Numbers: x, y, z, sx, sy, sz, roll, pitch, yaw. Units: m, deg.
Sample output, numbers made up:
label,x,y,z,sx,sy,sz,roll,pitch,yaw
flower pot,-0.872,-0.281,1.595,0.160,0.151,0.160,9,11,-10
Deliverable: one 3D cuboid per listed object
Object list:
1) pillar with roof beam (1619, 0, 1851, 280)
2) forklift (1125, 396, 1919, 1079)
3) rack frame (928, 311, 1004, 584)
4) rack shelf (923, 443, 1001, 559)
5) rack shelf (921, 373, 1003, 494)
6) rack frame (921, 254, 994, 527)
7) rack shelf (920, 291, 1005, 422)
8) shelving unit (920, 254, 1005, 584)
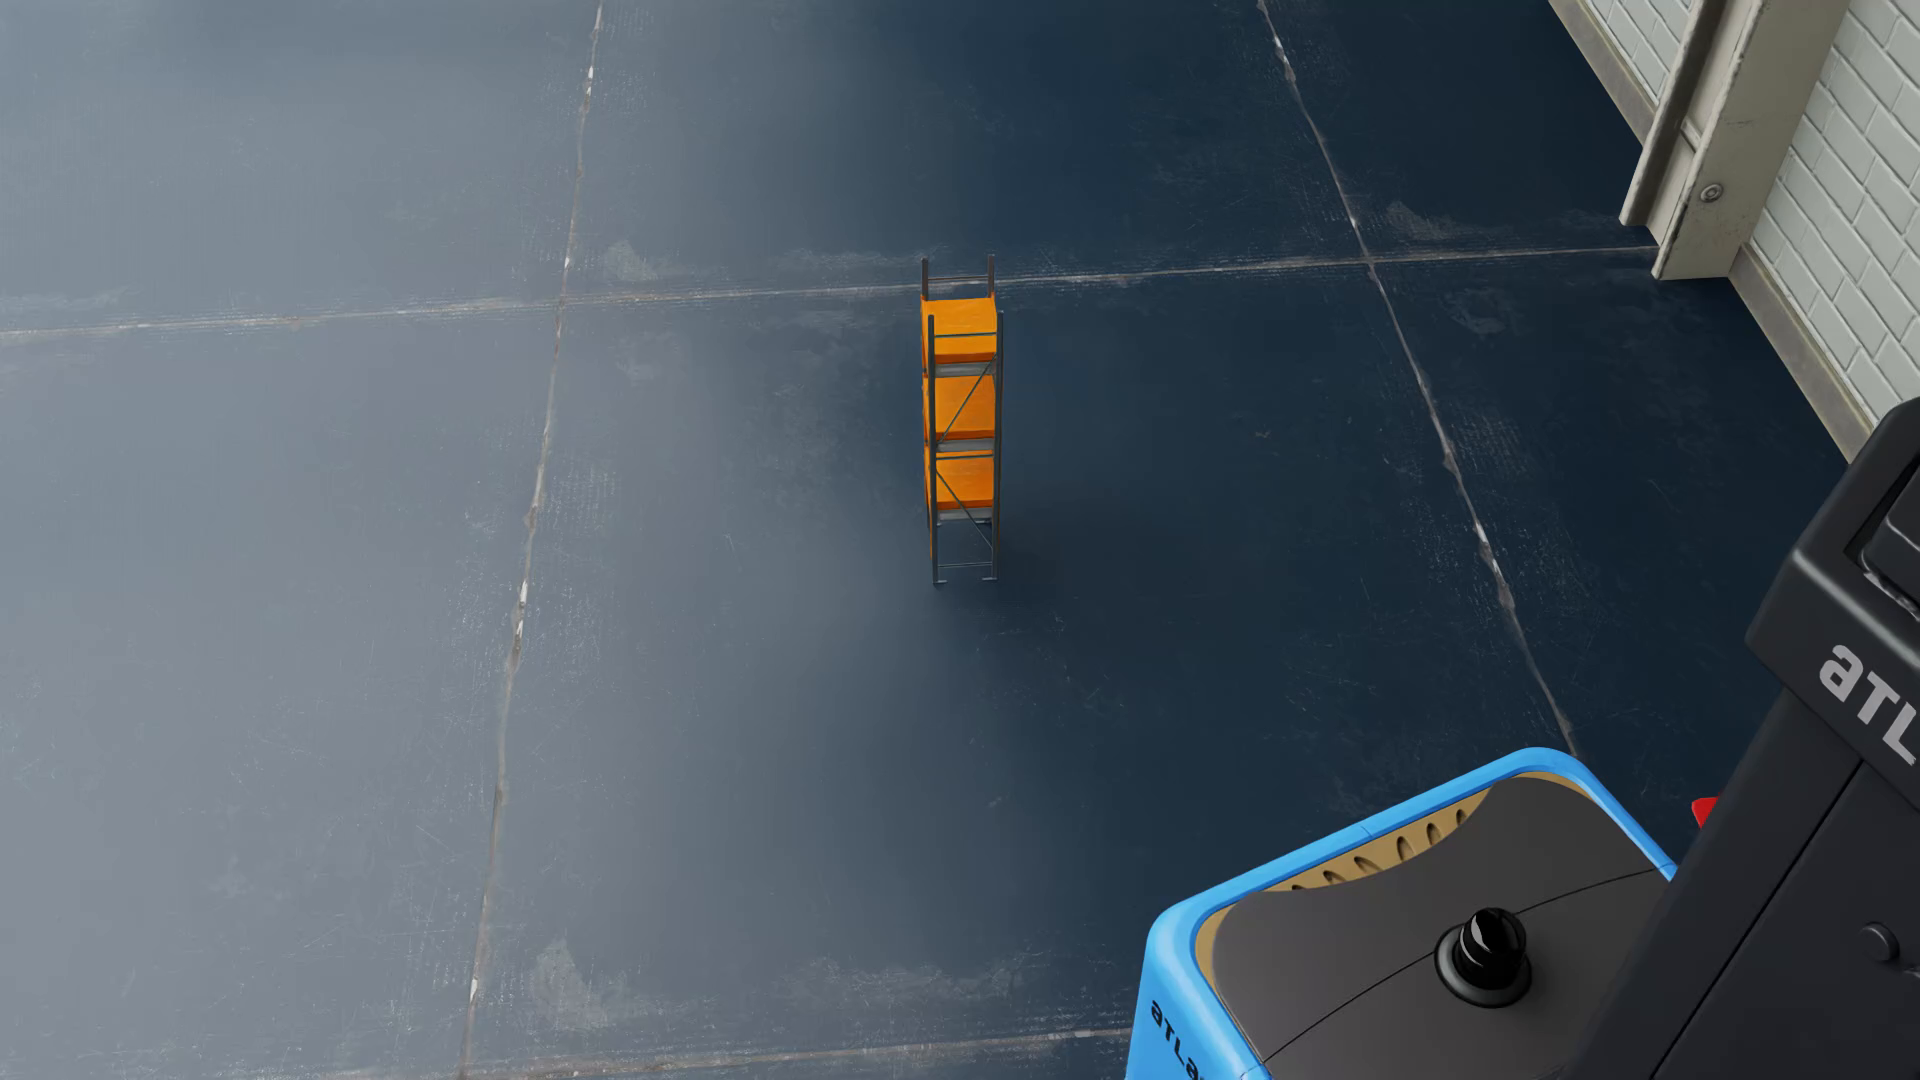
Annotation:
label,x,y,z,sx,sy,sz,roll,pitch,yaw
pillar with roof beam,-1.573,-3.948,2.792,9.100,9.000,0.400,-3,47,-3
forklift,1.434,1.248,2.049,1.130,2.935,3.031,-20,50,-18
rack frame,0.015,-0.234,4.749,0.200,1.050,0.008,-3,47,-3
rack shelf,0.004,-0.124,5.042,0.215,0.259,0.240,-3,47,-3
rack shelf,0.004,-0.315,4.840,0.215,0.259,0.240,-3,47,-3
rack frame,-0.006,-0.411,4.916,0.200,1.050,0.008,-3,47,-3
rack shelf,0.004,-0.510,4.634,0.215,0.259,0.240,-3,47,-3
shelving unit,0.004,-0.322,4.832,0.215,1.050,0.252,-3,47,-3
